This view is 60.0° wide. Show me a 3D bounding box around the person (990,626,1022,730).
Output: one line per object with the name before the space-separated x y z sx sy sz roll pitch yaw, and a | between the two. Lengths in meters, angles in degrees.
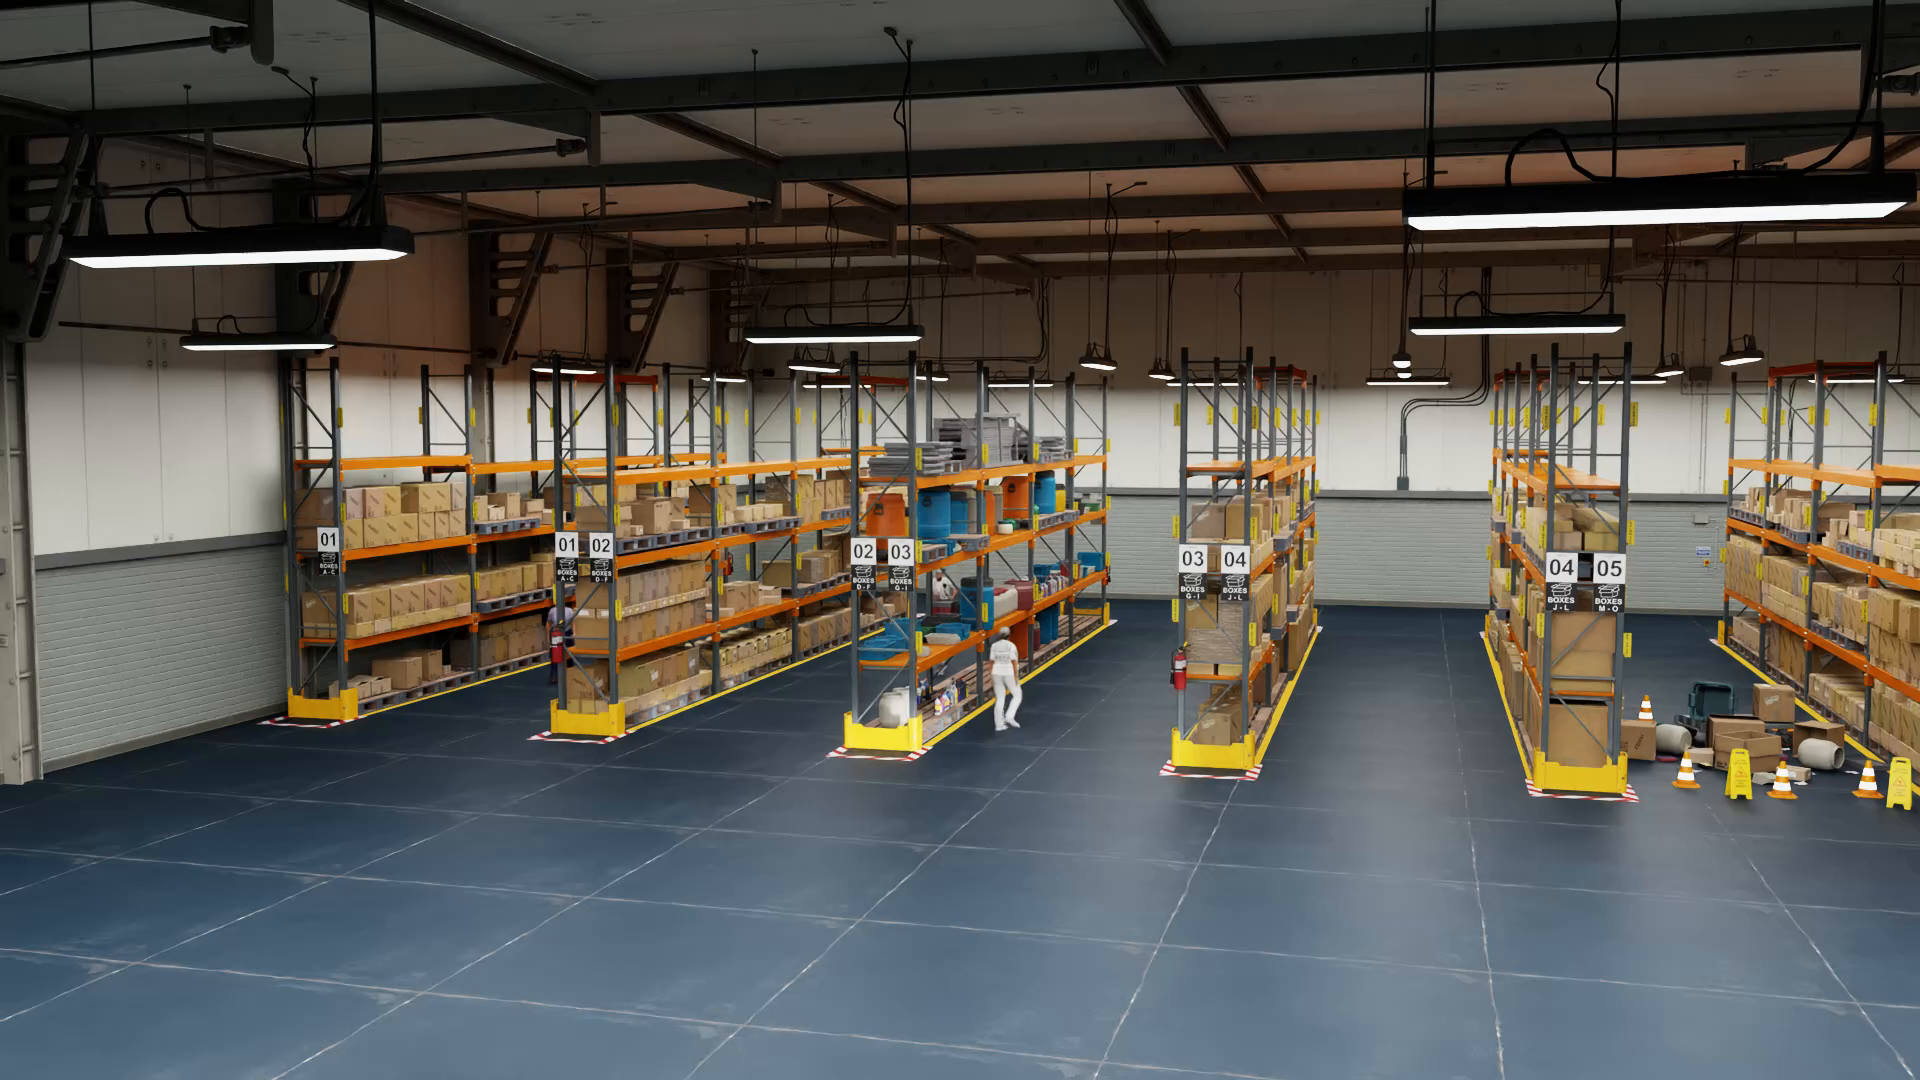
person | 0.726 2.209 26.688 0.530 1.652 0.449 2 5 27

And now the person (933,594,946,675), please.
person | -0.384 1.846 32.393 0.490 1.578 0.508 4 5 40

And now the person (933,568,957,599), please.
person | -0.398 1.418 37.419 0.669 1.686 0.735 2 5 23

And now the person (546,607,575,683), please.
person | -7.582 1.865 31.659 0.581 1.645 0.741 -1 4 -12
